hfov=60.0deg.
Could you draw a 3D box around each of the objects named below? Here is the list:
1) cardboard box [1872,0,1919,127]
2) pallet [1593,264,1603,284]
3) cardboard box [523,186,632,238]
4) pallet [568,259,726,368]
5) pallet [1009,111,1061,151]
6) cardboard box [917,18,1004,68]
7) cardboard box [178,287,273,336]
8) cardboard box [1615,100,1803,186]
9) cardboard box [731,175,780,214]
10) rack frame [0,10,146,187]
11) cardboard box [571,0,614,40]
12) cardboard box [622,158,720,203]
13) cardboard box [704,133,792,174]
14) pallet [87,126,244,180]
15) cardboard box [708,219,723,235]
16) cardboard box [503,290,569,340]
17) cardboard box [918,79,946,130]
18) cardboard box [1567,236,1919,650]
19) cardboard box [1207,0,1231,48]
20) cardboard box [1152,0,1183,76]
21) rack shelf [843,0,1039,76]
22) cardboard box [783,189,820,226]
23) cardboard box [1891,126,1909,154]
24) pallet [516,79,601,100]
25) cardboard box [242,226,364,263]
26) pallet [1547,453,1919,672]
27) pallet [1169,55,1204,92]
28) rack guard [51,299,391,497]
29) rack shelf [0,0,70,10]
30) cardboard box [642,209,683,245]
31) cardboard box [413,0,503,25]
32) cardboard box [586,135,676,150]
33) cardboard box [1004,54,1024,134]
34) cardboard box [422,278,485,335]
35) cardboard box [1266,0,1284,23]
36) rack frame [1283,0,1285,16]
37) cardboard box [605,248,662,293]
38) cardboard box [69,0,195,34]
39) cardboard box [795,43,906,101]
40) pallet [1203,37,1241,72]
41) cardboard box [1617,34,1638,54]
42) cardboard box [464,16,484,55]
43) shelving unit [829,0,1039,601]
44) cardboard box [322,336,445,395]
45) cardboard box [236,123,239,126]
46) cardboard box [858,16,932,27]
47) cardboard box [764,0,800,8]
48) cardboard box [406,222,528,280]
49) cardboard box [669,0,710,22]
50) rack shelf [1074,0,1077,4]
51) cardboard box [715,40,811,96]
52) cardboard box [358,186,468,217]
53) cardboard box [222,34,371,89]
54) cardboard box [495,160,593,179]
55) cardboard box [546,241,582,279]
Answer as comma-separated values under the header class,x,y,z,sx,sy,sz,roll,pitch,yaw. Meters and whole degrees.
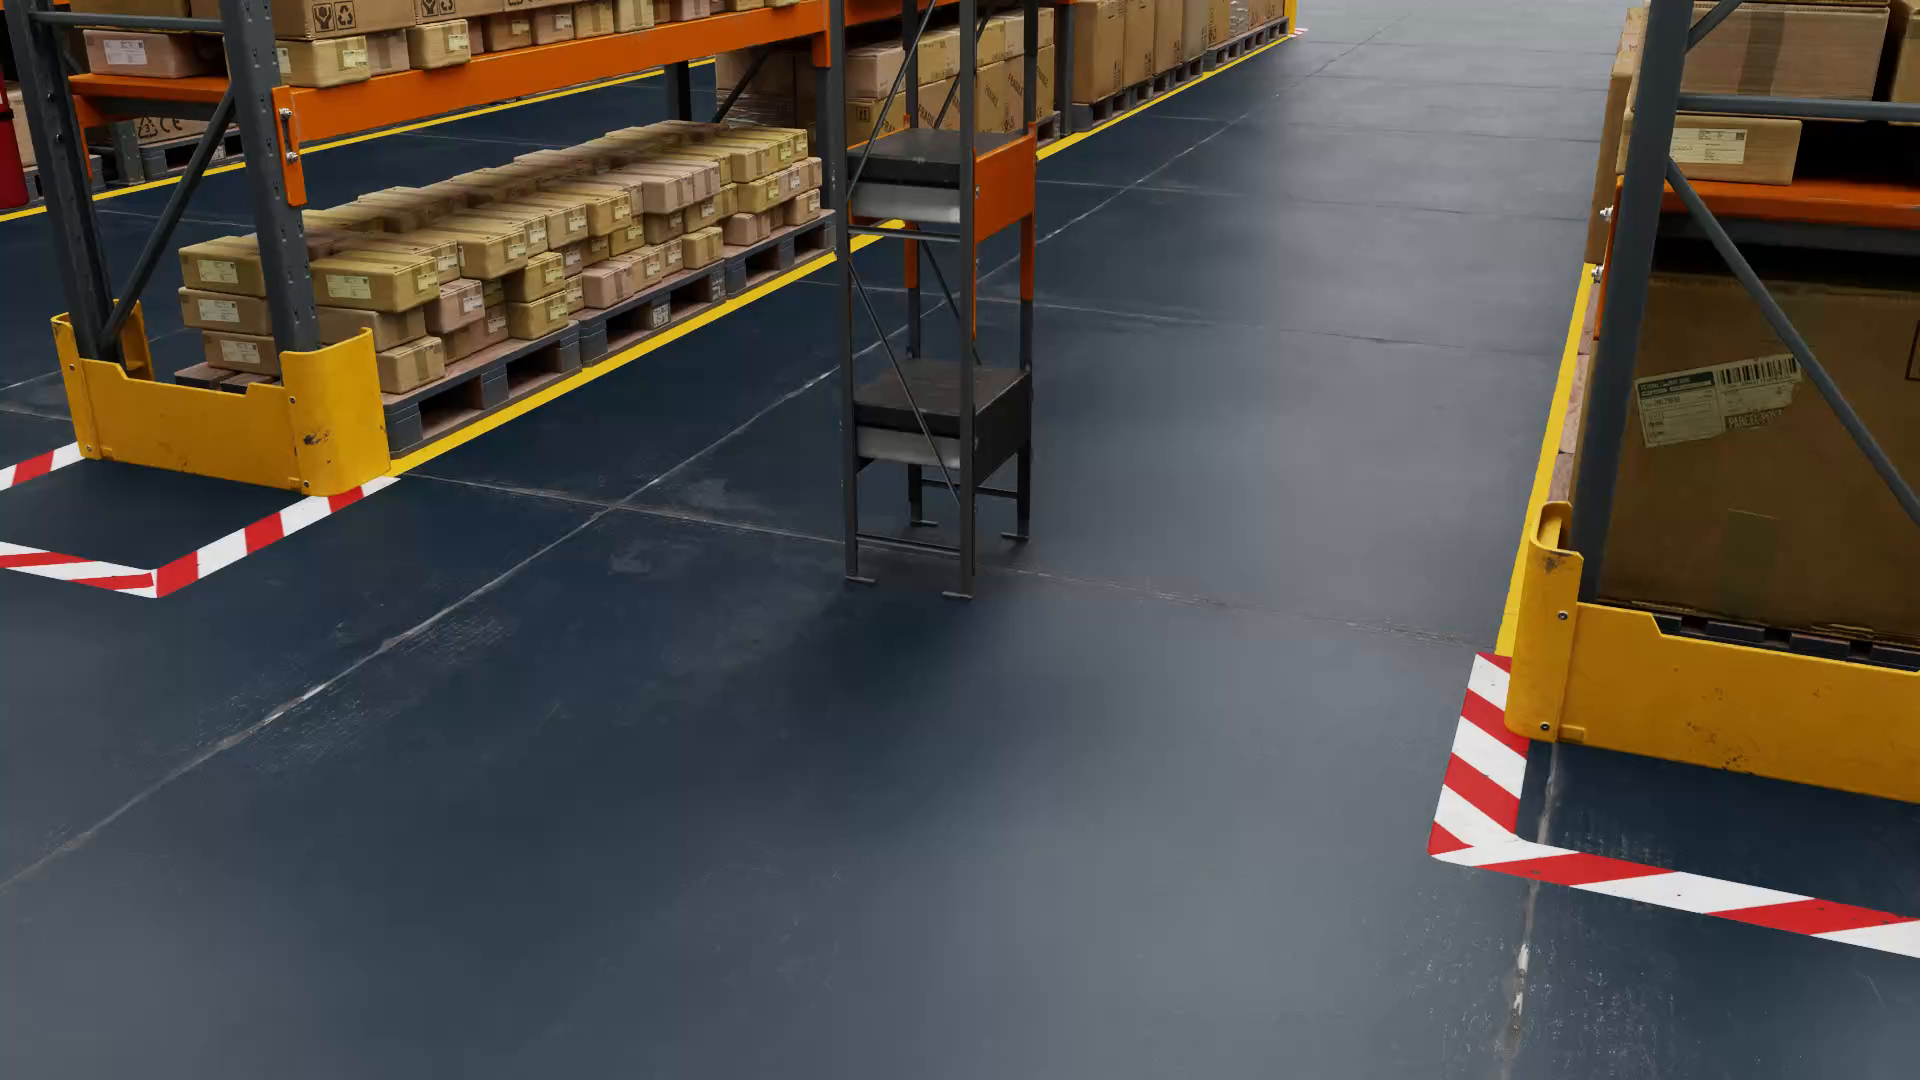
class,x,y,z,sx,sy,sz,roll,pitch,yaw
cardboard box,2.382,-1.093,3.784,0.500,0.250,0.500,8,24,19
pallet,3.655,-1.324,8.145,1.003,0.211,1.213,9,24,20
cardboard box,-1.634,-1.404,7.101,0.380,0.149,0.250,9,24,21
pallet,-1.797,-1.100,7.609,1.003,0.211,1.213,9,24,20
pallet,0.065,-2.935,12.003,1.003,0.211,1.213,9,24,20
cardboard box,-0.034,-3.244,10.849,0.500,0.250,0.500,9,24,21
cardboard box,-2.683,-0.884,6.242,0.380,0.149,0.250,8,24,19
cardboard box,1.780,-0.951,3.961,0.380,0.149,0.250,9,24,21
cardboard box,-1.123,-1.730,8.268,0.380,0.149,0.250,8,24,18
rack frame,-5.762,-3.742,10.318,1.000,3.000,0.127,9,24,20
cardboard box,-1.658,-2.157,6.848,0.380,0.149,0.250,10,25,22
cardboard box,-1.347,-1.679,7.760,0.380,0.149,0.250,8,24,17
cardboard box,-1.077,-1.961,8.435,0.380,0.149,0.250,9,24,21
pallet,-5.546,-2.743,11.542,1.003,0.211,1.213,9,24,20
cardboard box,-1.381,-1.497,8.097,0.380,0.149,0.250,8,24,19
cardboard box,-1.819,-0.929,6.737,0.380,0.149,0.250,9,24,21
cardboard box,-0.413,-2.526,10.105,0.500,0.500,0.500,10,25,22
cardboard box,2.116,-0.346,4.399,0.875,0.875,0.875,9,24,20
cardboard box,2.141,-5.361,16.405,0.875,0.875,0.875,9,24,21
cardboard box,1.334,-4.509,14.526,1.050,0.750,0.750,9,24,20
rack shelf,-0.062,-1.543,4.439,0.431,0.518,0.480,9,24,20
cardboard box,-0.958,-1.759,8.724,0.380,0.149,0.250,9,24,21
cardboard box,2.580,-1.040,4.173,0.380,0.149,0.250,8,24,19
pallet,-3.985,-4.167,14.951,1.003,0.211,1.213,9,24,20
cardboard box,-2.507,-1.099,6.371,0.380,0.149,0.250,9,24,21
pallet,2.177,0.097,4.744,1.003,0.211,1.213,9,24,20
pallet,1.626,-4.359,15.412,1.003,0.211,1.213,9,24,20
rack guard,-2.586,-0.512,5.828,1.175,0.500,0.348,9,24,20
rack shelf,-6.505,-2.695,8.743,1.077,0.370,4.000,9,24,20
cardboard box,-1.502,-1.468,7.640,0.380,0.149,0.250,8,24,18
cardboard box,-2.016,-2.138,5.961,0.500,0.500,0.500,9,24,20
cardboard box,-1.655,-1.941,8.388,0.380,0.149,0.250,8,24,19
cardboard box,0.159,-3.083,11.439,0.500,0.500,0.500,10,25,22
cardboard box,-2.027,-0.895,6.268,0.380,0.149,0.250,9,24,20
cardboard box,3.138,-6.325,18.713,0.875,0.875,0.875,9,24,20
rack frame,3.329,-7.364,18.988,1.000,3.000,0.127,9,24,20
cardboard box,-1.561,-1.214,7.418,0.380,0.149,0.250,9,24,20
cardboard box,-2.687,-2.020,5.677,0.500,0.500,0.500,9,24,21
cardboard box,-0.609,-2.683,9.507,0.500,0.250,0.500,8,24,18
pallet,2.198,-4.907,16.724,1.003,0.211,1.213,9,24,20
cardboard box,3.989,-2.089,8.571,1.225,0.875,0.875,8,24,18
cardboard box,-2.015,-1.890,6.208,0.380,0.149,0.250,10,25,23
shelving unit,-0.062,-0.910,4.703,0.431,2.100,0.503,9,24,20
cardboard box,-2.123,-0.658,6.089,0.380,0.149,0.250,9,24,21
cardboard box,-5.278,-3.513,11.981,0.875,0.875,0.875,10,24,22
cardboard box,-0.508,-3.319,11.029,0.500,0.250,0.500,9,24,20
cardboard box,-1.012,-2.710,8.173,0.380,0.149,0.250,8,24,19
cardboard box,-1.901,-1.118,6.416,0.380,0.149,0.250,9,24,20
cardboard box,-1.359,-2.433,7.509,0.380,0.149,0.250,8,24,18
rack shelf,1.100,-4.885,13.987,1.077,0.370,4.000,9,24,20
cardboard box,-1.087,-2.759,9.689,0.500,0.250,0.500,8,24,19
cardboard box,-2.325,-1.397,7.085,0.380,0.149,0.250,10,25,22
cardboard box,-2.190,-1.592,5.494,0.380,0.149,0.250,9,24,20
cardboard box,-1.925,-1.656,7.705,0.380,0.149,0.250,8,24,18
cardboard box,-1.812,-1.180,6.951,0.380,0.149,0.250,8,24,18
